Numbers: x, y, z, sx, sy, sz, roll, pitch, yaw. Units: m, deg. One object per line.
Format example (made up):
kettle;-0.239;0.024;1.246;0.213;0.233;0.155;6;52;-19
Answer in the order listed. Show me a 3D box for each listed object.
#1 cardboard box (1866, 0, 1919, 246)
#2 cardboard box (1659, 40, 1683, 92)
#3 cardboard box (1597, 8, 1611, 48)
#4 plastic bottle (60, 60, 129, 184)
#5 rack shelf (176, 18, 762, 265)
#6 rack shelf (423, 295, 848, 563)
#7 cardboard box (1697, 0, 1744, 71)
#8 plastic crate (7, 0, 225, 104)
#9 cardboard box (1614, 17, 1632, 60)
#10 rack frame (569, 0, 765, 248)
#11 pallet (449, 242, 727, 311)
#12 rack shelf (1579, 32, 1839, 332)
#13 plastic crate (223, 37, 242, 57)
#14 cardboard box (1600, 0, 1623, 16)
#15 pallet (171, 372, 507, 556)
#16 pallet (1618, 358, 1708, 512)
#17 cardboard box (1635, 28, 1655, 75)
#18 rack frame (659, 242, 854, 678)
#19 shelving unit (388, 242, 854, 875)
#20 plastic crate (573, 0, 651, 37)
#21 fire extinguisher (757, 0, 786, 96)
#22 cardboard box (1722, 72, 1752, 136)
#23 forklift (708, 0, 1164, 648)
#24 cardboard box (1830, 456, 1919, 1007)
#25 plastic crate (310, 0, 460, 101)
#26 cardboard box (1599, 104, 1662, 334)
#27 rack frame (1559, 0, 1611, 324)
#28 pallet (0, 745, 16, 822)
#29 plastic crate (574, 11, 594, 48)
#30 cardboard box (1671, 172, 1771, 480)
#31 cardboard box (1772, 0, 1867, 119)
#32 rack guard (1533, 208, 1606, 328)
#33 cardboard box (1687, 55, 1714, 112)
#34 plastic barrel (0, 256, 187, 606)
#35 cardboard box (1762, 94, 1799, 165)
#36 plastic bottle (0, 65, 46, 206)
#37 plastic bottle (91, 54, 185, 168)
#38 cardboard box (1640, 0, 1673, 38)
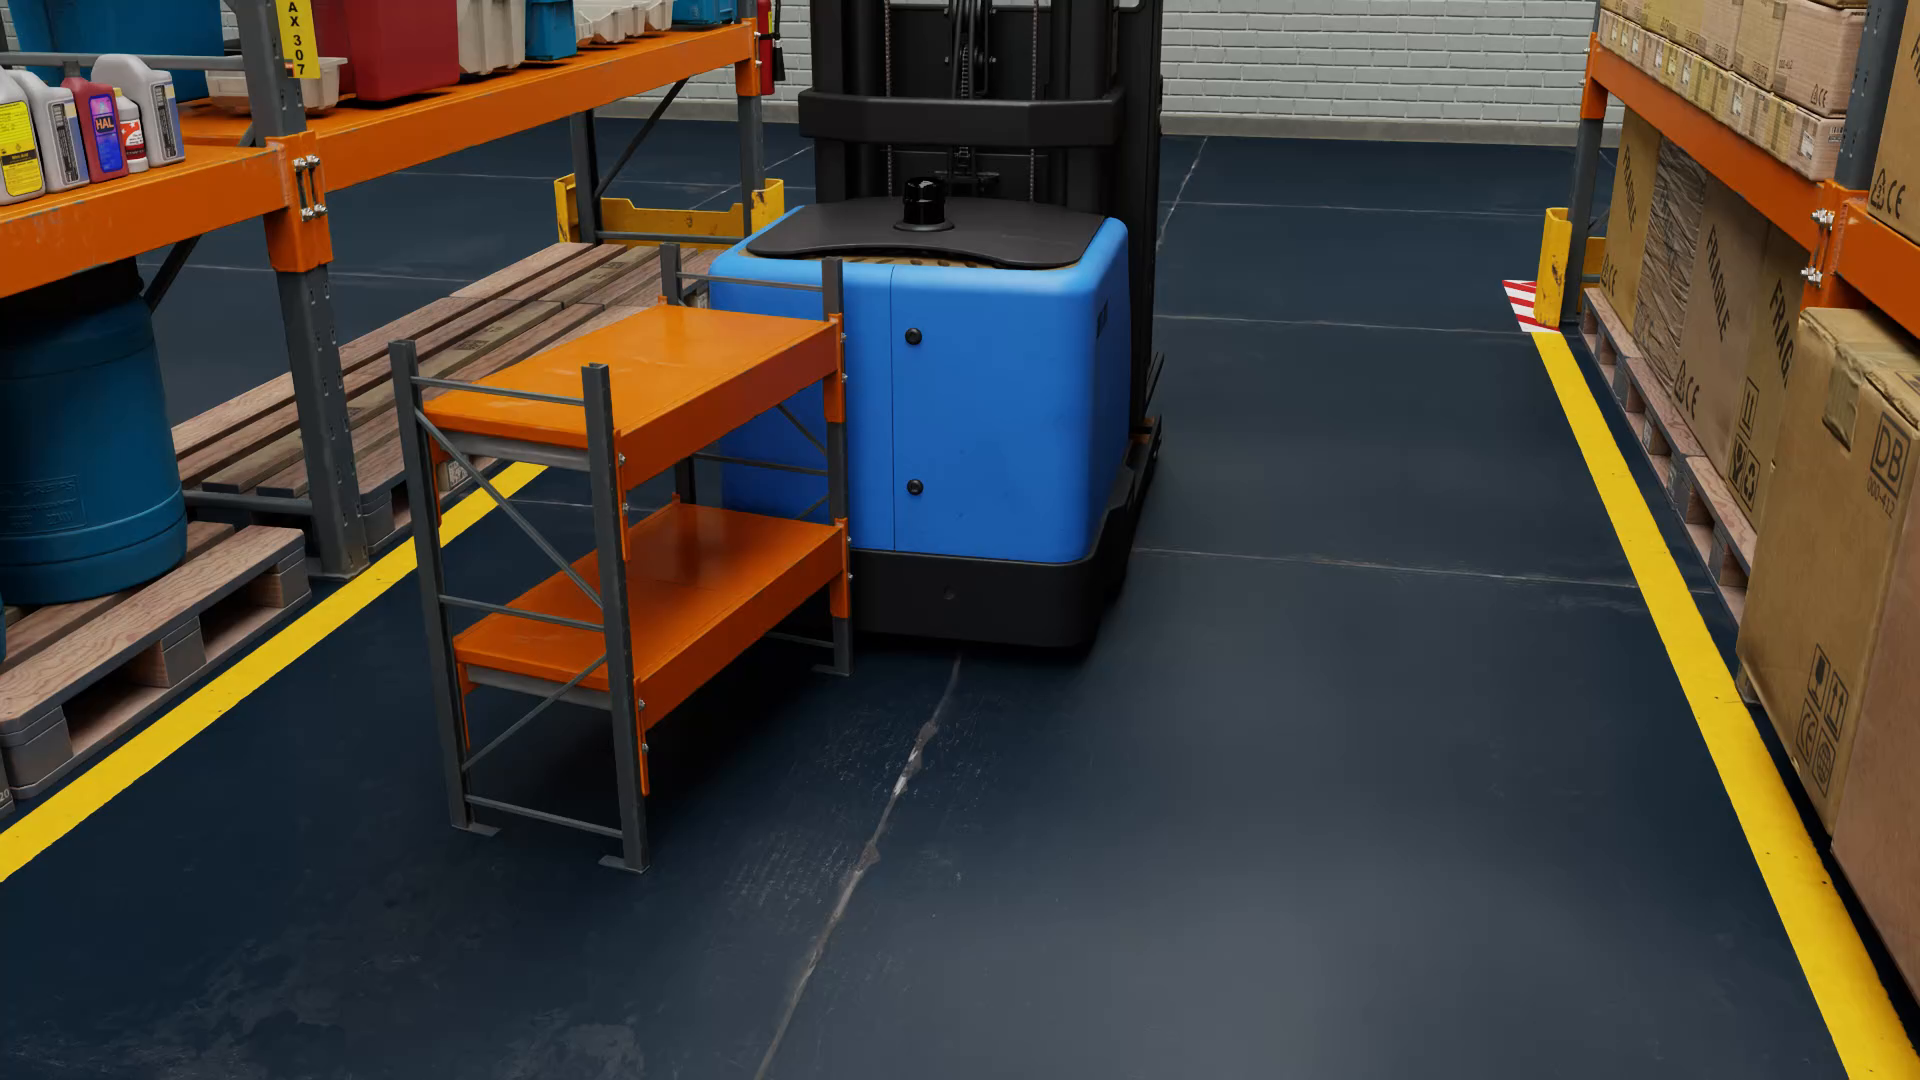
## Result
cardboard box;2.186;-0.843;3.297;0.500;0.500;0.500;5;22;11
cardboard box;2.633;-1.624;5.708;0.380;0.149;0.250;4;22;10
cardboard box;2.945;-2.187;7.105;0.380;0.149;0.250;5;22;12
plastic bottle;-2.091;-1.012;4.007;0.061;0.283;0.133;4;22;11
rack shelf;-1.916;-1.721;6.574;1.077;0.370;4.000;4;22;11
rack shelf;-0.715;-0.291;3.786;0.538;0.278;1.000;9;24;21
cardboard box;2.565;-1.571;5.043;0.500;0.250;0.500;5;22;12
plastic crate;-2.563;-1.540;5.103;0.392;0.384;0.575;4;22;11
cardboard box;2.842;-1.999;6.639;0.380;0.149;0.250;4;22;10
rack frame;-1.508;-2.786;8.255;1.000;3.000;0.127;4;22;11
pallet;-1.714;-1.194;8.035;1.003;0.211;1.213;4;22;11
rack shelf;2.933;-1.343;5.636;1.077;0.370;4.000;4;22;11
plastic crate;-2.359;-1.653;5.731;0.437;0.125;0.590;4;22;11
cardboard box;2.978;-2.322;6.906;0.500;0.250;0.500;4;22;9
pallet;-2.212;-0.301;5.819;1.003;0.211;1.213;4;22;11
pallet;3.003;-0.371;5.993;1.003;0.211;1.213;4;22;11
cardboard box;2.737;-1.811;6.171;0.380;0.149;0.250;4;22;10
rack frame;-0.523;-0.195;4.332;0.500;1.125;0.032;9;24;21
shelving unit;-0.715;-0.019;3.896;0.538;1.125;1.048;9;24;21
plastic crate;-1.570;-2.274;7.258;0.396;0.136;0.243;4;22;11
fire extinguisher;-1.032;-2.597;8.390;0.296;0.674;0.183;4;22;11
cardboard box;2.423;-1.247;4.772;0.380;0.149;0.250;5;22;12
forklift;0.126;-1.590;5.379;1.130;2.935;3.031;4;22;11
cardboard box;2.232;0.408;2.608;1.225;0.875;0.875;4;22;9
plastic crate;-1.897;-1.688;5.363;0.402;0.464;0.583;4;22;11
cardboard box;3.288;-1.377;7.040;0.875;0.875;0.875;4;22;11
rack frame;3.341;-2.408;7.318;1.000;3.000;0.127;4;22;11
pallet;-2.769;0.697;3.340;1.003;0.211;1.213;4;22;11
plastic crate;-1.646;-2.061;6.728;0.298;0.136;0.250;4;22;11
cardboard box;2.921;-0.719;5.406;0.875;0.875;0.875;4;22;11
cardboard box;2.358;-1.195;4.109;0.500;0.250;0.500;4;22;10
rack guard;3.346;-1.257;7.807;1.175;0.500;0.348;4;22;11
cardboard box;2.528;-1.435;5.238;0.380;0.149;0.250;4;22;10
plastic barrel;-2.452;-0.347;4.446;0.600;0.901;0.708;4;22;11
cardboard box;2.318;-1.060;4.306;0.380;0.149;0.250;5;22;12
plastic bottle;-2.191;-0.939;3.736;0.144;0.351;0.185;4;22;11
plastic bottle;-2.088;-1.097;4.227;0.152;0.276;0.135;4;22;11
cardboard box;2.773;-1.948;5.977;0.500;0.250;0.500;4;22;9
